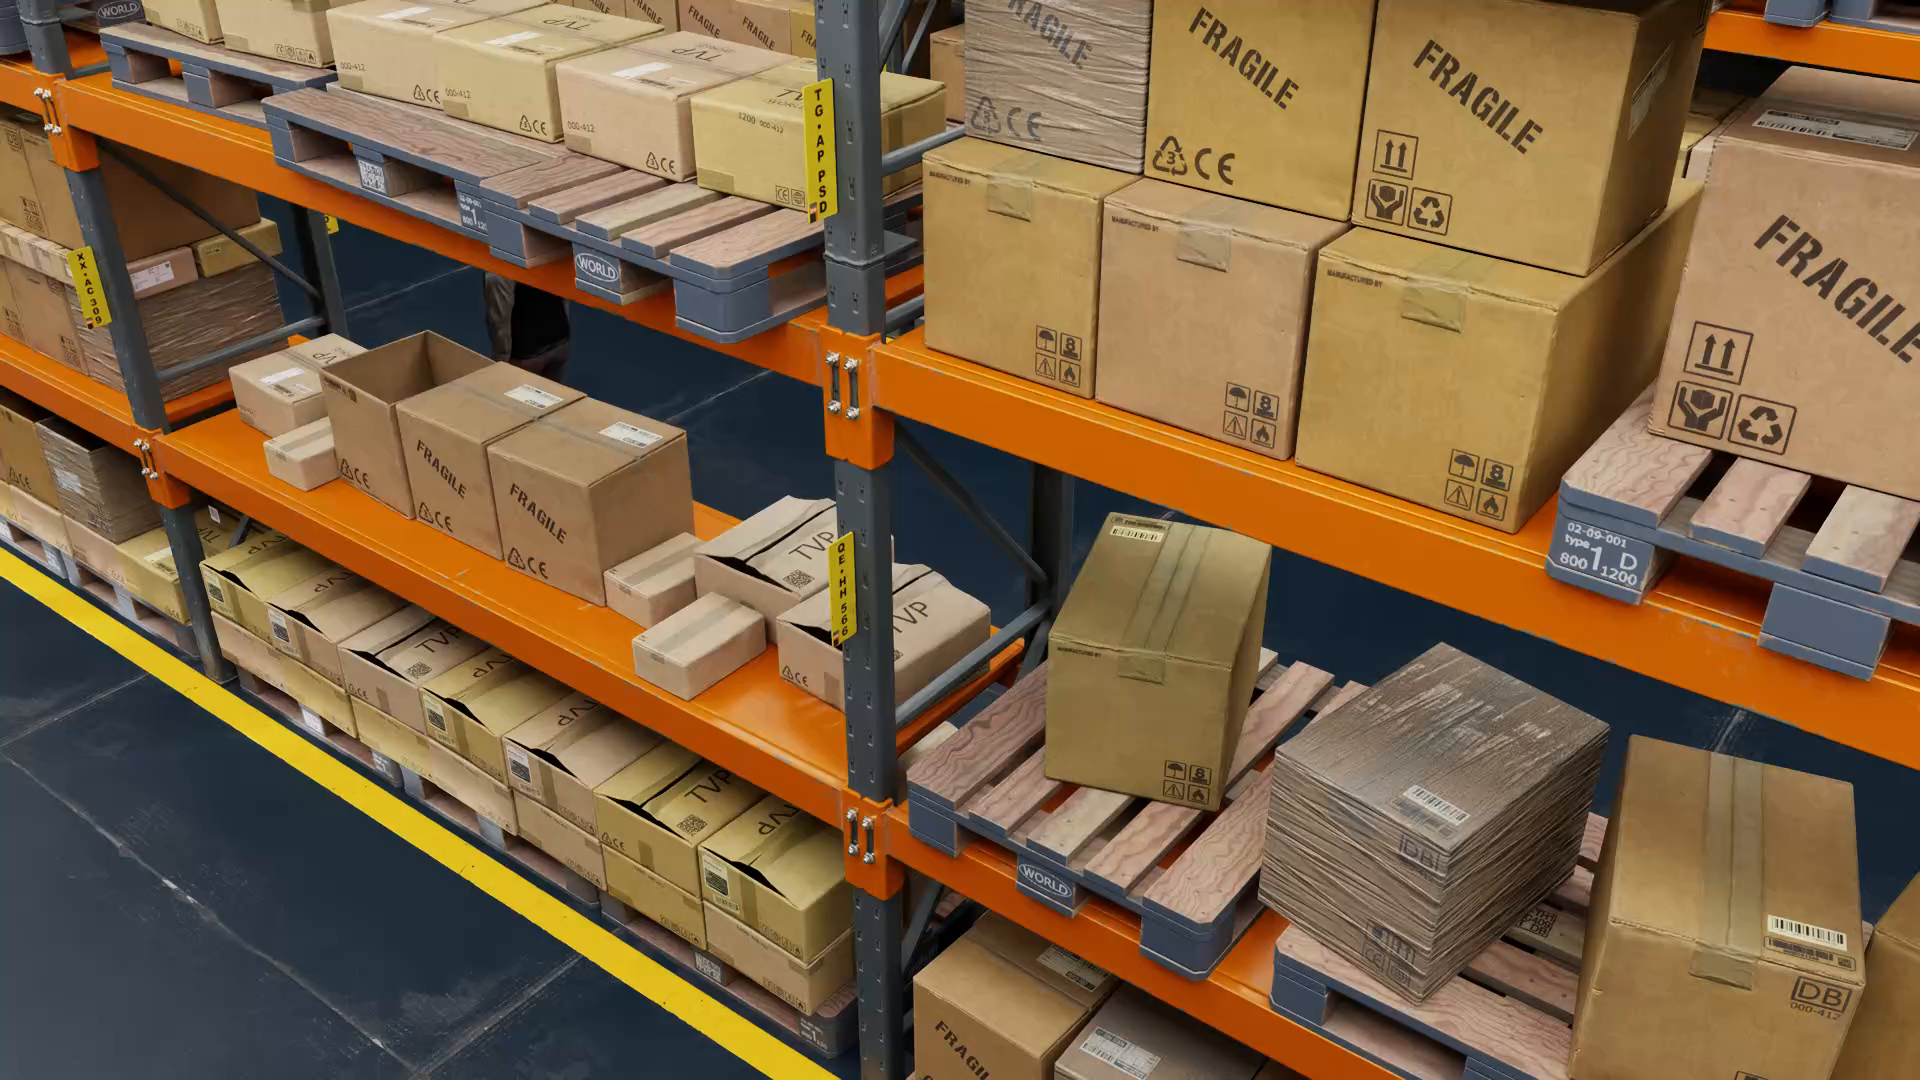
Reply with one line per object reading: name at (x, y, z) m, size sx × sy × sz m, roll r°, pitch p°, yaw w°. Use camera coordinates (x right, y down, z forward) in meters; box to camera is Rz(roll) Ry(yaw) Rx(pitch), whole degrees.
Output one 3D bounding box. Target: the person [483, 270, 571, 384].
person at (-2.264, -1.004, 8.804) m, size 0.488 × 1.711 × 0.535 m, roll 21°, pitch 37°, yaw 31°
